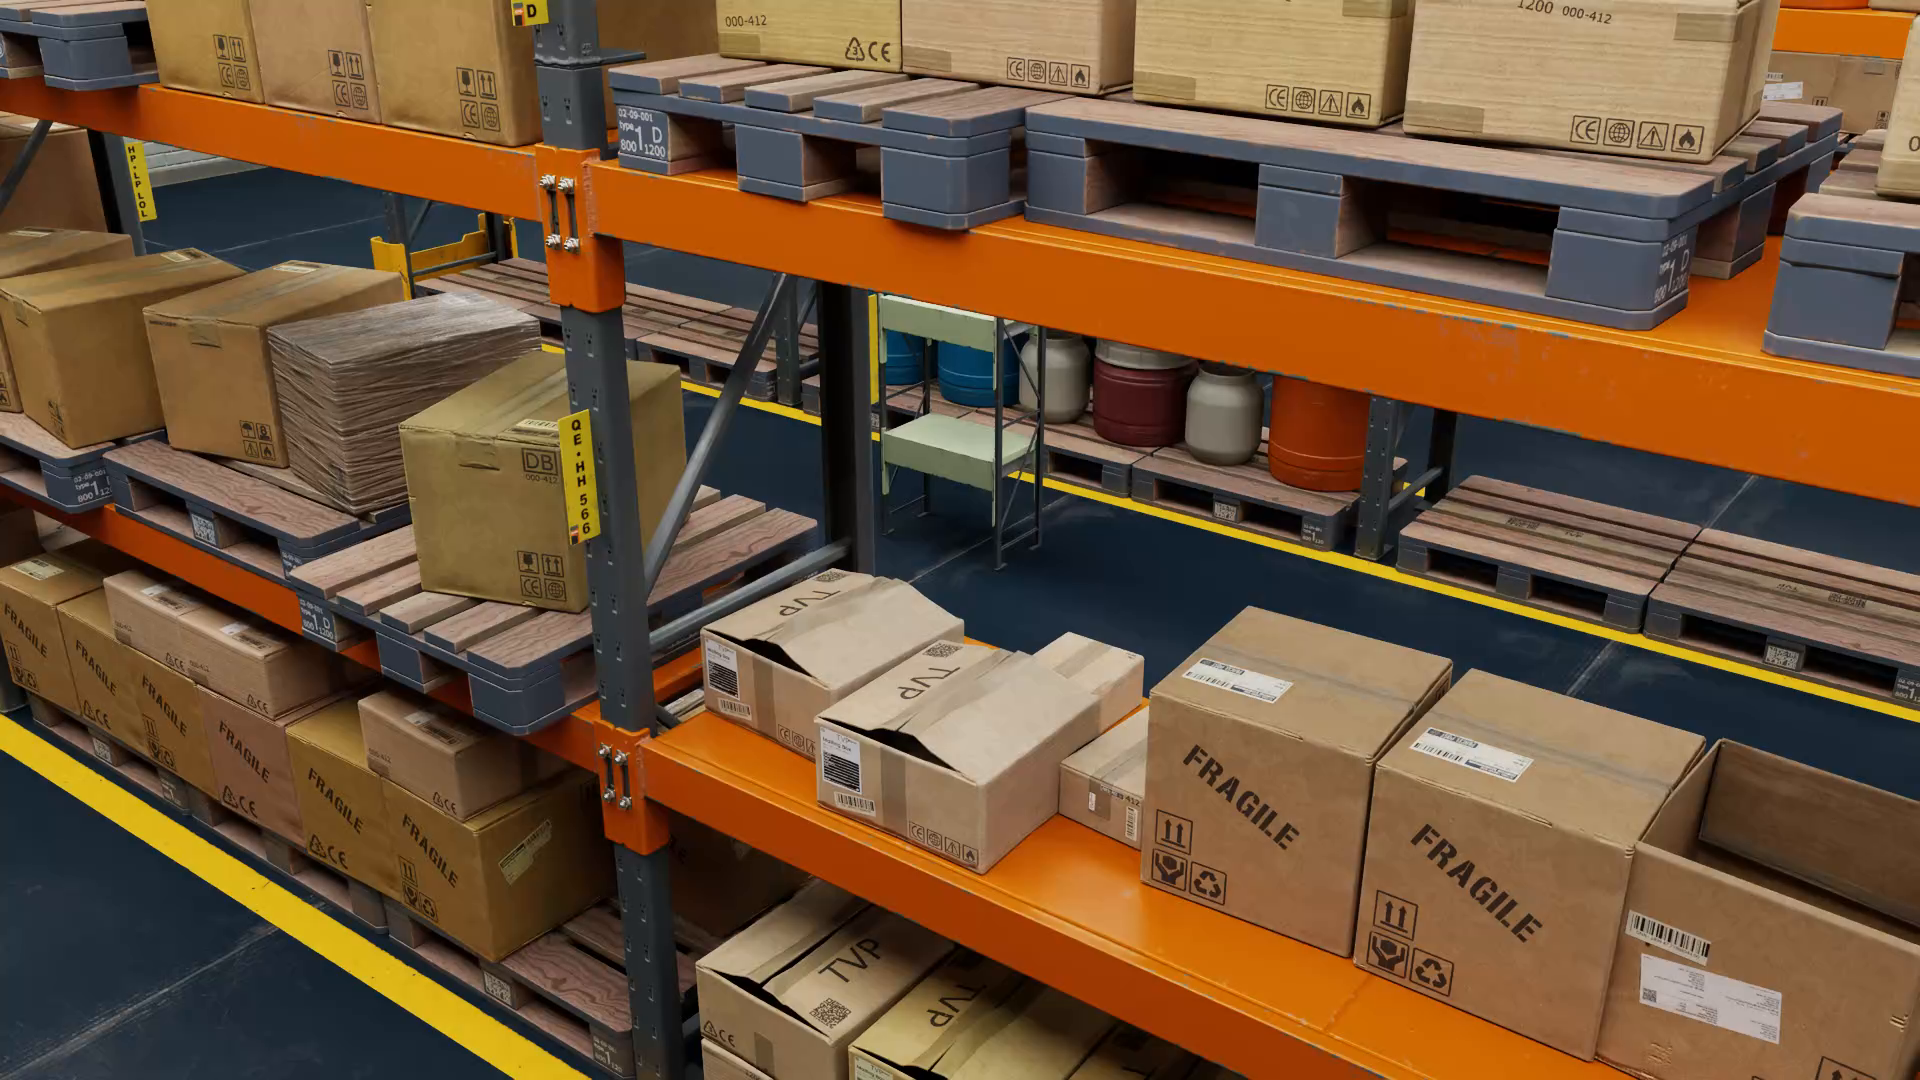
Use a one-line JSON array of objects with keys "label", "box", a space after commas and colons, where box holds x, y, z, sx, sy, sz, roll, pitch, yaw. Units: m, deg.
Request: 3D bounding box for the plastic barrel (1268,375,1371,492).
[{"label": "plastic barrel", "box": [1.970, -0.744, 8.889, 0.708, 0.830, 0.600, 17, 29, 33]}]

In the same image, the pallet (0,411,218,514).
[{"label": "pallet", "box": [-3.229, -0.486, 6.370, 1.213, 0.211, 1.003, 17, 29, 33]}]

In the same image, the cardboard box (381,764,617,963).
[{"label": "cardboard box", "box": [-1.491, 0.957, 5.412, 0.500, 0.500, 0.500, 18, 30, 35]}]

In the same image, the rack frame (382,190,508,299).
[{"label": "rack frame", "box": [-4.030, -3.367, 12.671, 0.127, 3.000, 1.000, 17, 29, 33]}]

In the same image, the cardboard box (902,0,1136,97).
[{"label": "cardboard box", "box": [0.225, -1.119, 3.513, 0.500, 0.250, 0.500, 18, 29, 35]}]

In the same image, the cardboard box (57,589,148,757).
[{"label": "cardboard box", "box": [-3.129, 0.461, 6.537, 0.500, 0.500, 0.500, 17, 29, 34]}]

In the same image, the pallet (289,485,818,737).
[{"label": "pallet", "box": [-1.187, 0.112, 5.014, 1.003, 0.211, 1.213, 17, 29, 33]}]

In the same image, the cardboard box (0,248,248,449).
[{"label": "cardboard box", "box": [-2.970, -0.707, 5.991, 0.700, 0.500, 0.500, -21, 31, -39]}]

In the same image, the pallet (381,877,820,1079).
[{"label": "pallet", "box": [-1.177, 1.249, 5.655, 1.213, 0.211, 1.003, 17, 29, 33]}]

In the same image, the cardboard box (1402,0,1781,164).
[{"label": "cardboard box", "box": [1.105, -0.846, 2.895, 0.500, 0.250, 0.500, 14, 27, 29]}]

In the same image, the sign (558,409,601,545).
[{"label": "sign", "box": [-0.920, -0.151, 4.035, 0.005, 0.325, 0.100, 17, 29, 33]}]

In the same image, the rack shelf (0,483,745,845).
[{"label": "rack shelf", "box": [-2.203, 0.011, 5.898, 4.000, 0.370, 1.077, 17, 29, 33]}]

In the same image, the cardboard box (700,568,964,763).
[{"label": "cardboard box", "box": [-0.337, 0.308, 4.441, 0.500, 0.311, 0.500, 19, 30, 36]}]

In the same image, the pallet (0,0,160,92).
[{"label": "pallet", "box": [-2.491, -1.659, 5.307, 1.003, 0.211, 1.213, 17, 29, 33]}]

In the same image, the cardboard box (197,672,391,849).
[{"label": "cardboard box", "box": [-2.329, 0.707, 5.979, 0.500, 0.500, 0.500, 16, 28, 31]}]

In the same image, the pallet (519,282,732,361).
[{"label": "pallet", "box": [-2.421, -1.583, 12.082, 1.213, 0.211, 1.003, 17, 29, 33]}]

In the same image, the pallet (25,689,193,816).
[{"label": "pallet", "box": [-3.129, 0.659, 6.994, 1.213, 0.211, 1.003, 17, 29, 33]}]

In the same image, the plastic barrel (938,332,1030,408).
[{"label": "plastic barrel", "box": [0.163, -1.323, 10.114, 0.708, 0.901, 0.600, 17, 29, 33]}]

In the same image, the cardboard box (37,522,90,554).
[{"label": "cardboard box", "box": [-4.009, 0.056, 7.692, 0.500, 0.311, 0.500, 17, 29, 33]}]

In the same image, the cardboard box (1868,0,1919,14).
[{"label": "cardboard box", "box": [1.659, -0.999, 2.312, 0.500, 0.500, 0.500, 20, 31, 38]}]

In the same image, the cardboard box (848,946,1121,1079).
[{"label": "cardboard box", "box": [0.066, 1.320, 4.227, 0.500, 0.311, 0.500, 16, 28, 32]}]

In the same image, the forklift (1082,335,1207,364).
[{"label": "forklift", "box": [0.660, -2.737, 11.327, 3.031, 2.935, 1.130, 16, 28, 32]}]

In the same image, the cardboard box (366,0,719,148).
[{"label": "cardboard box", "box": [-0.971, -1.348, 4.245, 0.500, 0.500, 0.910, 17, 29, 33]}]

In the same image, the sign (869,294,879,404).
[{"label": "sign", "box": [-0.272, -0.545, 4.830, 0.005, 0.325, 0.100, 17, 29, 33]}]

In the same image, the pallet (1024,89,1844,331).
[{"label": "pallet", "box": [0.891, -0.716, 3.170, 1.213, 0.211, 1.003, 18, 30, 36]}]

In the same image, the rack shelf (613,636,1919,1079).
[{"label": "rack shelf", "box": [0.998, 0.978, 3.702, 4.000, 0.370, 1.077, 17, 29, 33]}]

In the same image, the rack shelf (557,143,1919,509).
[{"label": "rack shelf", "box": [0.998, -0.395, 3.098, 4.000, 0.370, 1.077, 17, 29, 33]}]

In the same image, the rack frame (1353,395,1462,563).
[{"label": "rack frame", "box": [2.372, -1.432, 8.280, 0.127, 3.000, 1.000, 17, 29, 33]}]

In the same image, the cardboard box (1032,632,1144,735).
[{"label": "cardboard box", "box": [0.283, 0.408, 4.414, 0.250, 0.149, 0.380, 17, 29, 33]}]

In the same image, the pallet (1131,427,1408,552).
[{"label": "pallet", "box": [1.716, -0.333, 9.244, 1.213, 0.211, 1.003, 17, 29, 33]}]

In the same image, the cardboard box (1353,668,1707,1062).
[{"label": "cardboard box", "box": [1.171, 0.647, 3.437, 0.500, 0.500, 0.500, 17, 29, 33]}]

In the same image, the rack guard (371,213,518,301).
[{"label": "rack guard", "box": [-4.057, -2.224, 13.178, 0.348, 0.500, 1.175, 17, 29, 33]}]

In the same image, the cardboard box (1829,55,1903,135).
[{"label": "cardboard box", "box": [6.305, -3.048, 11.302, 0.700, 0.500, 0.500, -22, 32, -40]}]

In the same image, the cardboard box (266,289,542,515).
[{"label": "cardboard box", "box": [-1.791, -0.471, 5.455, 0.700, 0.500, 0.500, -20, 31, -38]}]

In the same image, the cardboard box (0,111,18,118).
[{"label": "cardboard box", "box": [-4.424, -1.635, 7.376, 0.500, 0.500, 0.500, 16, 28, 32]}]

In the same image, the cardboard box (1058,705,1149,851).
[{"label": "cardboard box", "box": [0.452, 0.570, 4.047, 0.250, 0.149, 0.380, 19, 30, 37]}]

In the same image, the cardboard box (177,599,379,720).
[{"label": "cardboard box", "box": [-2.360, 0.356, 5.847, 0.500, 0.250, 0.500, 16, 29, 32]}]

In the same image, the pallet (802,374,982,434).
[{"label": "pallet", "box": [-0.237, -0.923, 10.584, 1.213, 0.211, 1.003, 17, 29, 33]}]

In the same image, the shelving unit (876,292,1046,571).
[{"label": "shelving unit", "box": [0.005, -0.685, 8.444, 0.755, 1.500, 0.431, 17, 29, 33]}]

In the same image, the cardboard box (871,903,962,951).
[{"label": "cardboard box", "box": [-0.035, 1.022, 4.904, 0.500, 0.311, 0.500, 18, 29, 35]}]

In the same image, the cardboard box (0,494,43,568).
[{"label": "cardboard box", "box": [-4.429, 0.094, 7.371, 0.500, 0.500, 0.500, 17, 29, 33]}]

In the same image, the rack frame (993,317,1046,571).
[{"label": "rack frame", "box": [0.298, -0.596, 8.243, 0.023, 1.500, 0.400, 17, 29, 33]}]

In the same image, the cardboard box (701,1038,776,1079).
[{"label": "cardboard box", "box": [-0.359, 1.453, 4.622, 0.500, 0.250, 0.500, 17, 29, 33]}]

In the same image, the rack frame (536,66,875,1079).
[{"label": "rack frame", "box": [-0.602, 0.165, 4.655, 0.127, 3.000, 1.000, 17, 29, 33]}]

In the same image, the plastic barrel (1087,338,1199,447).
[{"label": "plastic barrel", "box": [1.066, -0.907, 9.557, 0.708, 0.588, 0.600, 17, 29, 33]}]

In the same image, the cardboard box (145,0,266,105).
[{"label": "cardboard box", "box": [-1.796, -1.597, 4.810, 0.500, 0.500, 0.910, 17, 29, 33]}]

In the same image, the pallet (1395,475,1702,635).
[{"label": "pallet", "box": [2.968, 0.044, 8.389, 1.213, 0.211, 1.003, 17, 29, 33]}]

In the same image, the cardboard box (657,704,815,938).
[{"label": "cardboard box", "box": [-0.795, 0.905, 5.529, 0.500, 0.500, 0.500, 18, 30, 35]}]

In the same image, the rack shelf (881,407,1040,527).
[{"label": "rack shelf", "box": [0.005, -0.386, 8.575, 0.720, 0.370, 0.431, 17, 29, 33]}]
